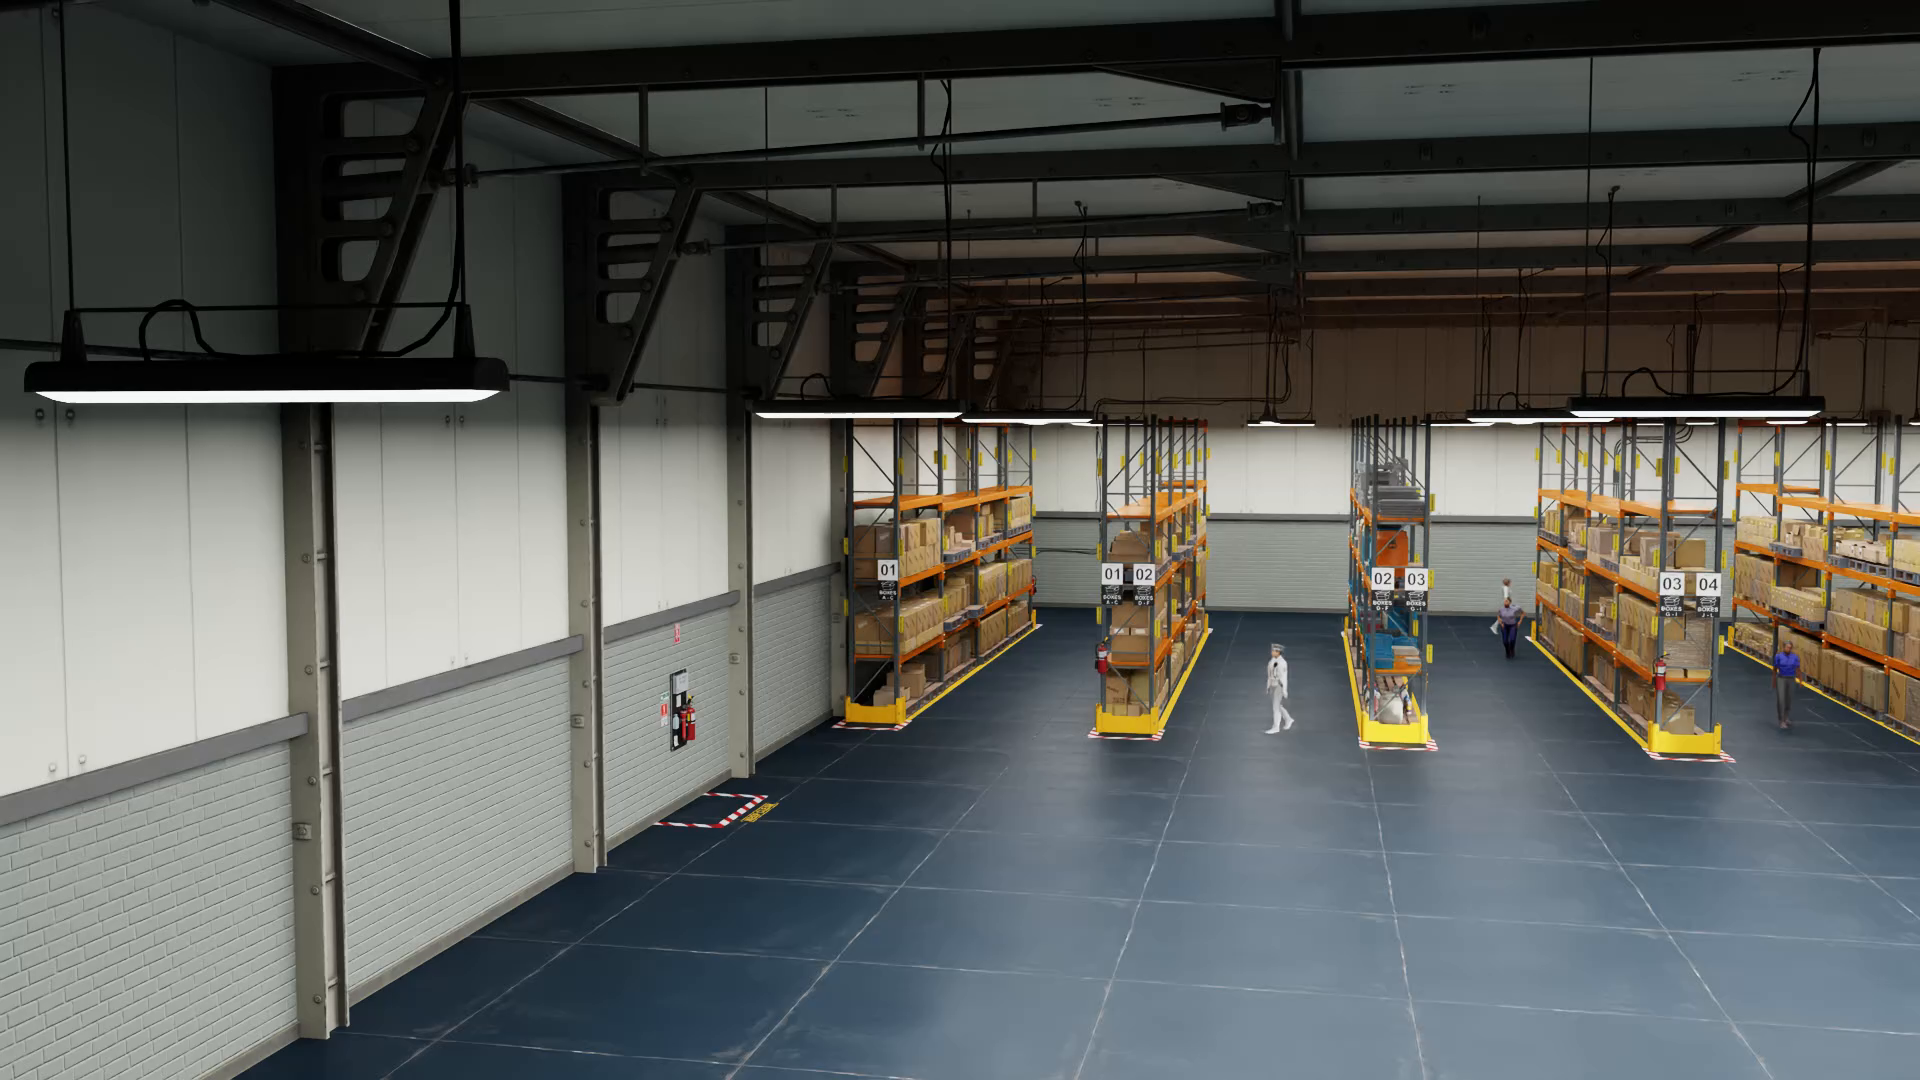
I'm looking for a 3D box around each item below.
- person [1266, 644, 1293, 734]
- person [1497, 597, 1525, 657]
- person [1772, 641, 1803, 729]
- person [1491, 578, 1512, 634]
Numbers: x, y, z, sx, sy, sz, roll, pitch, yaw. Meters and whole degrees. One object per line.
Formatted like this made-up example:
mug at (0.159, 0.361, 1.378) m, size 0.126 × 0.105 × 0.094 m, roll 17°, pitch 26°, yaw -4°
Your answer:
person at (6.046, 2.786, 31.441) m, size 0.689 × 1.671 × 0.471 m, roll -1°, pitch 4°, yaw -17°
person at (13.755, 2.180, 41.521) m, size 0.665 × 1.561 × 0.730 m, roll 2°, pitch 4°, yaw 22°
person at (15.956, 2.780, 32.080) m, size 0.493 × 1.674 × 0.629 m, roll 1°, pitch 4°, yaw 11°
person at (15.090, 1.846, 46.237) m, size 0.612 × 1.588 × 0.453 m, roll 1°, pitch 4°, yaw 16°
